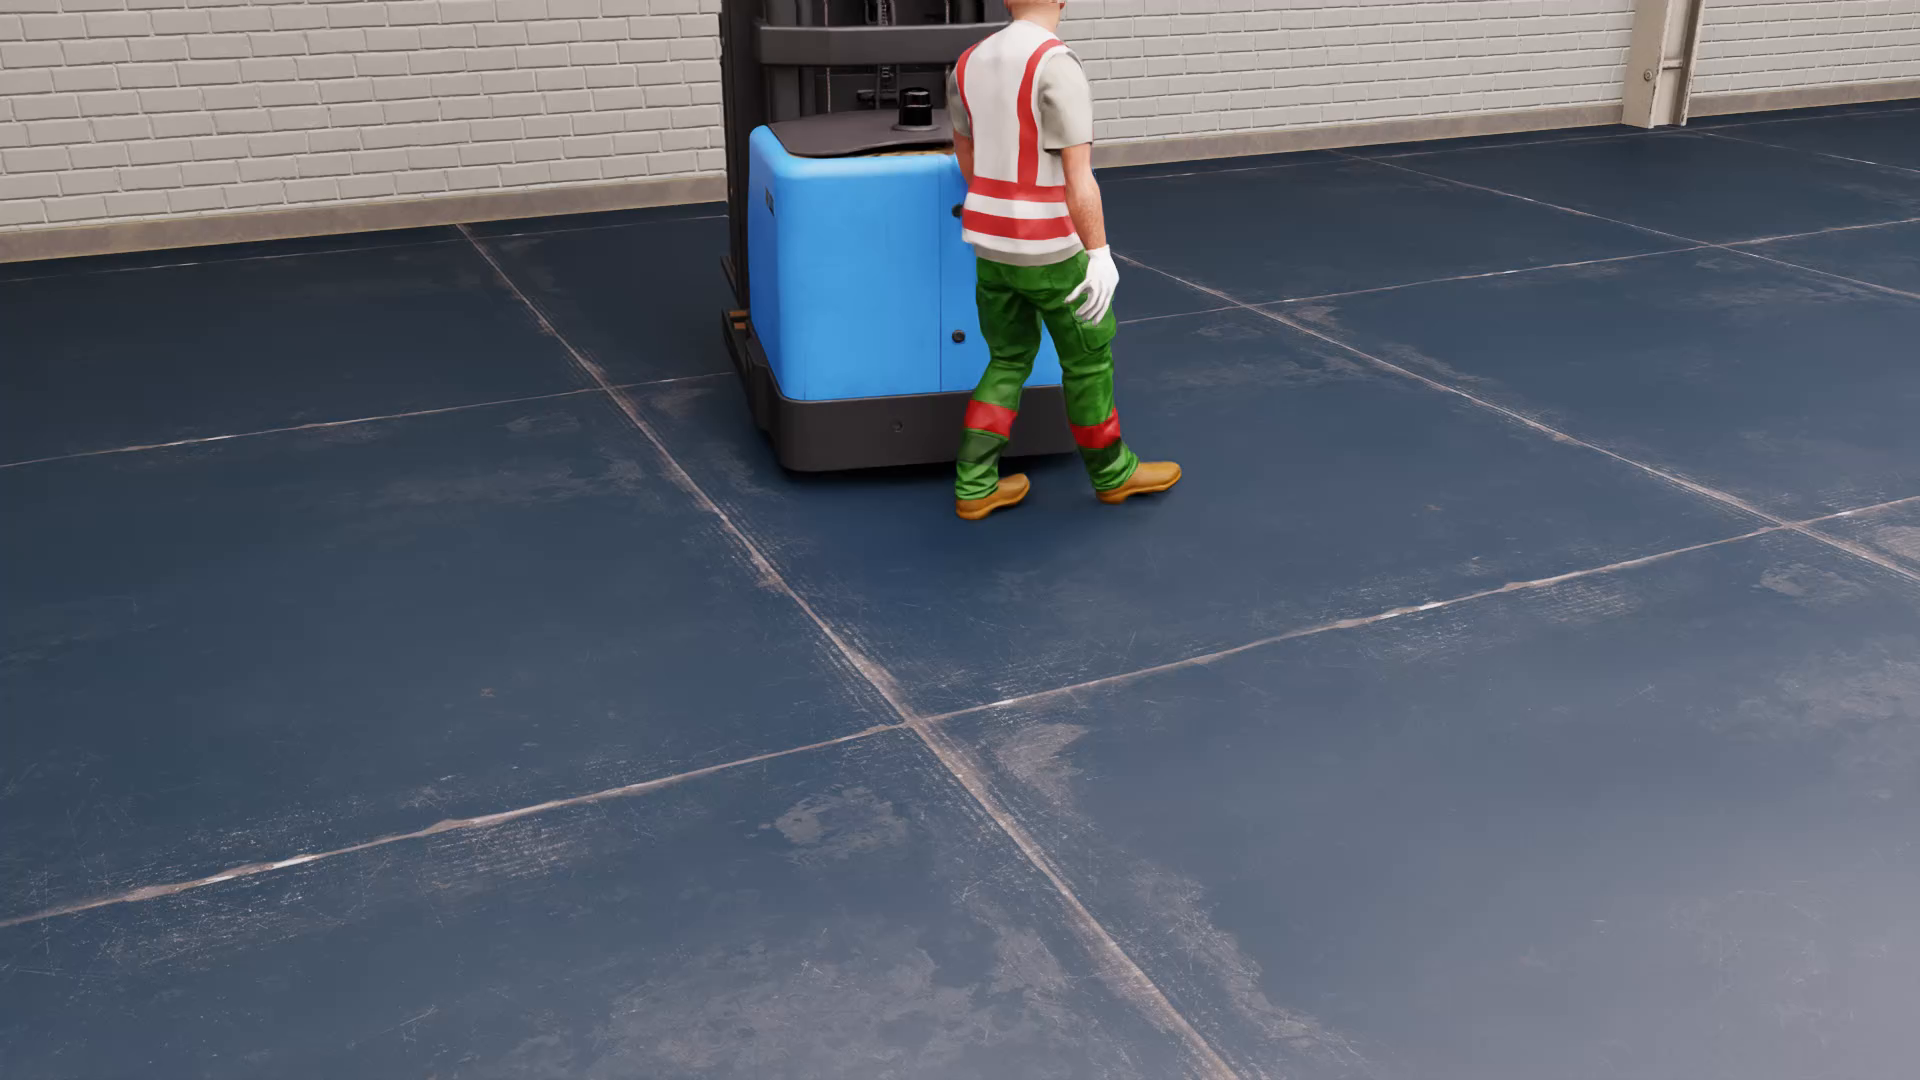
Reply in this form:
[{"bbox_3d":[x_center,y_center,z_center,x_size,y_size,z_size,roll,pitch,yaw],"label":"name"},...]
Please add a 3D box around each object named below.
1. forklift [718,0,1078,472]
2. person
[{"bbox_3d":[-0.392,-2.112,6.371,1.130,2.935,3.031,-5,23,-12],"label":"forklift"},{"bbox_3d":[0.332,-0.923,5.074,0.715,1.745,0.781,-19,29,-38],"label":"person"}]
